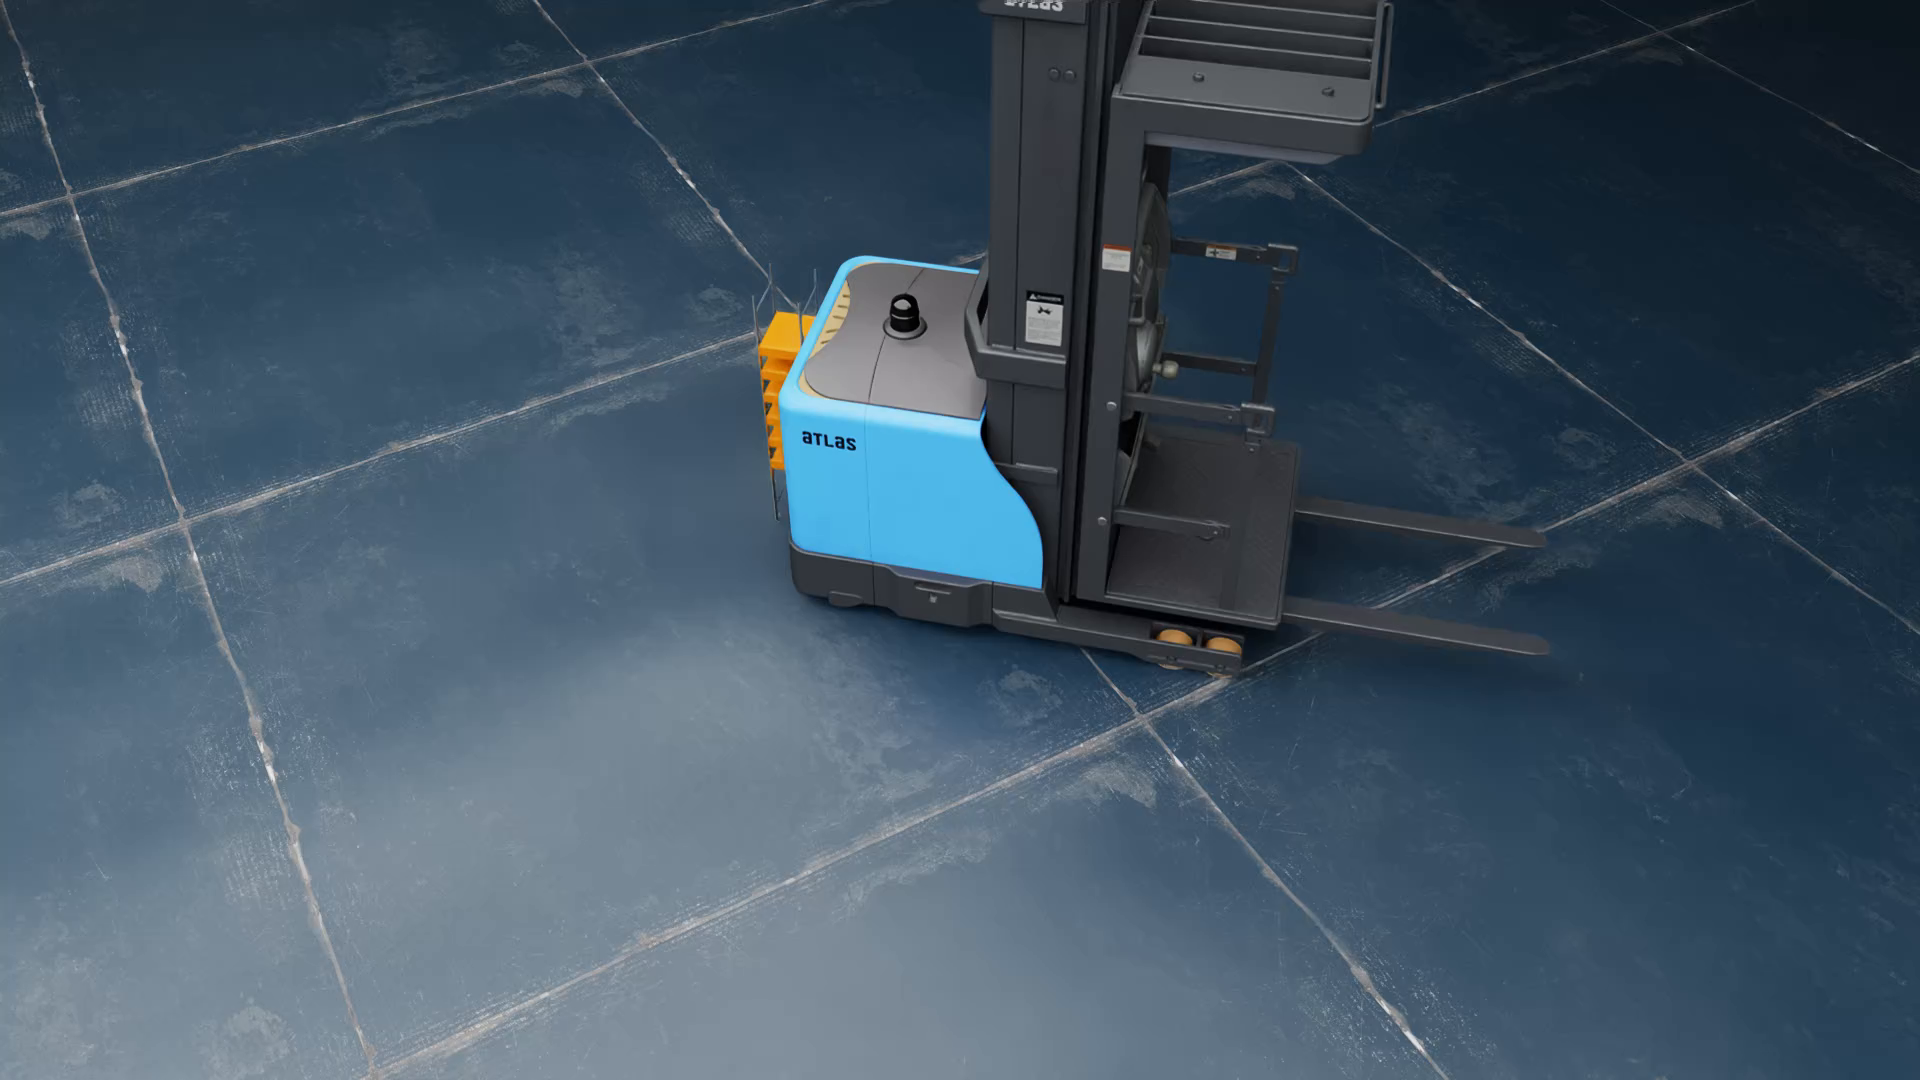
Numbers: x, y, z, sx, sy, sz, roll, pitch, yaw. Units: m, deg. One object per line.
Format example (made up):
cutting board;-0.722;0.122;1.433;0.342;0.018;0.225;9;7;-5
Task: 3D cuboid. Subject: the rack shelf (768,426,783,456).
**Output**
rack shelf;-0.686;-0.459;7.026;0.180;0.103;0.258;9;45;9

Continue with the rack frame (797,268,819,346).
rack frame;-0.597;-0.562;6.897;0.006;1.200;0.240;9;45;9

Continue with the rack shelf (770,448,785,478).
rack shelf;-0.686;-0.372;7.110;0.180;0.103;0.258;9;45;9

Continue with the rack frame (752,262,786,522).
rack frame;-0.775;-0.591;6.926;0.006;1.200;0.240;9;45;9

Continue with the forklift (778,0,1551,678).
forklift;0.875;-0.913;6.016;3.031;2.935;1.130;9;45;9

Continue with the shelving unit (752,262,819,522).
shelving unit;-0.686;-0.577;6.912;0.189;1.200;0.258;9;45;9

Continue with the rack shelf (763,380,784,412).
rack shelf;-0.686;-0.631;6.859;0.180;0.103;0.258;9;45;9

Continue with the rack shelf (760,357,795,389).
rack shelf;-0.686;-0.717;6.776;0.180;0.103;0.258;9;45;9

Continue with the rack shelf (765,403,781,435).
rack shelf;-0.686;-0.545;6.943;0.180;0.103;0.258;9;45;9

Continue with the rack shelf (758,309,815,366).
rack shelf;-0.686;-0.803;6.692;0.180;0.103;0.258;9;45;9
